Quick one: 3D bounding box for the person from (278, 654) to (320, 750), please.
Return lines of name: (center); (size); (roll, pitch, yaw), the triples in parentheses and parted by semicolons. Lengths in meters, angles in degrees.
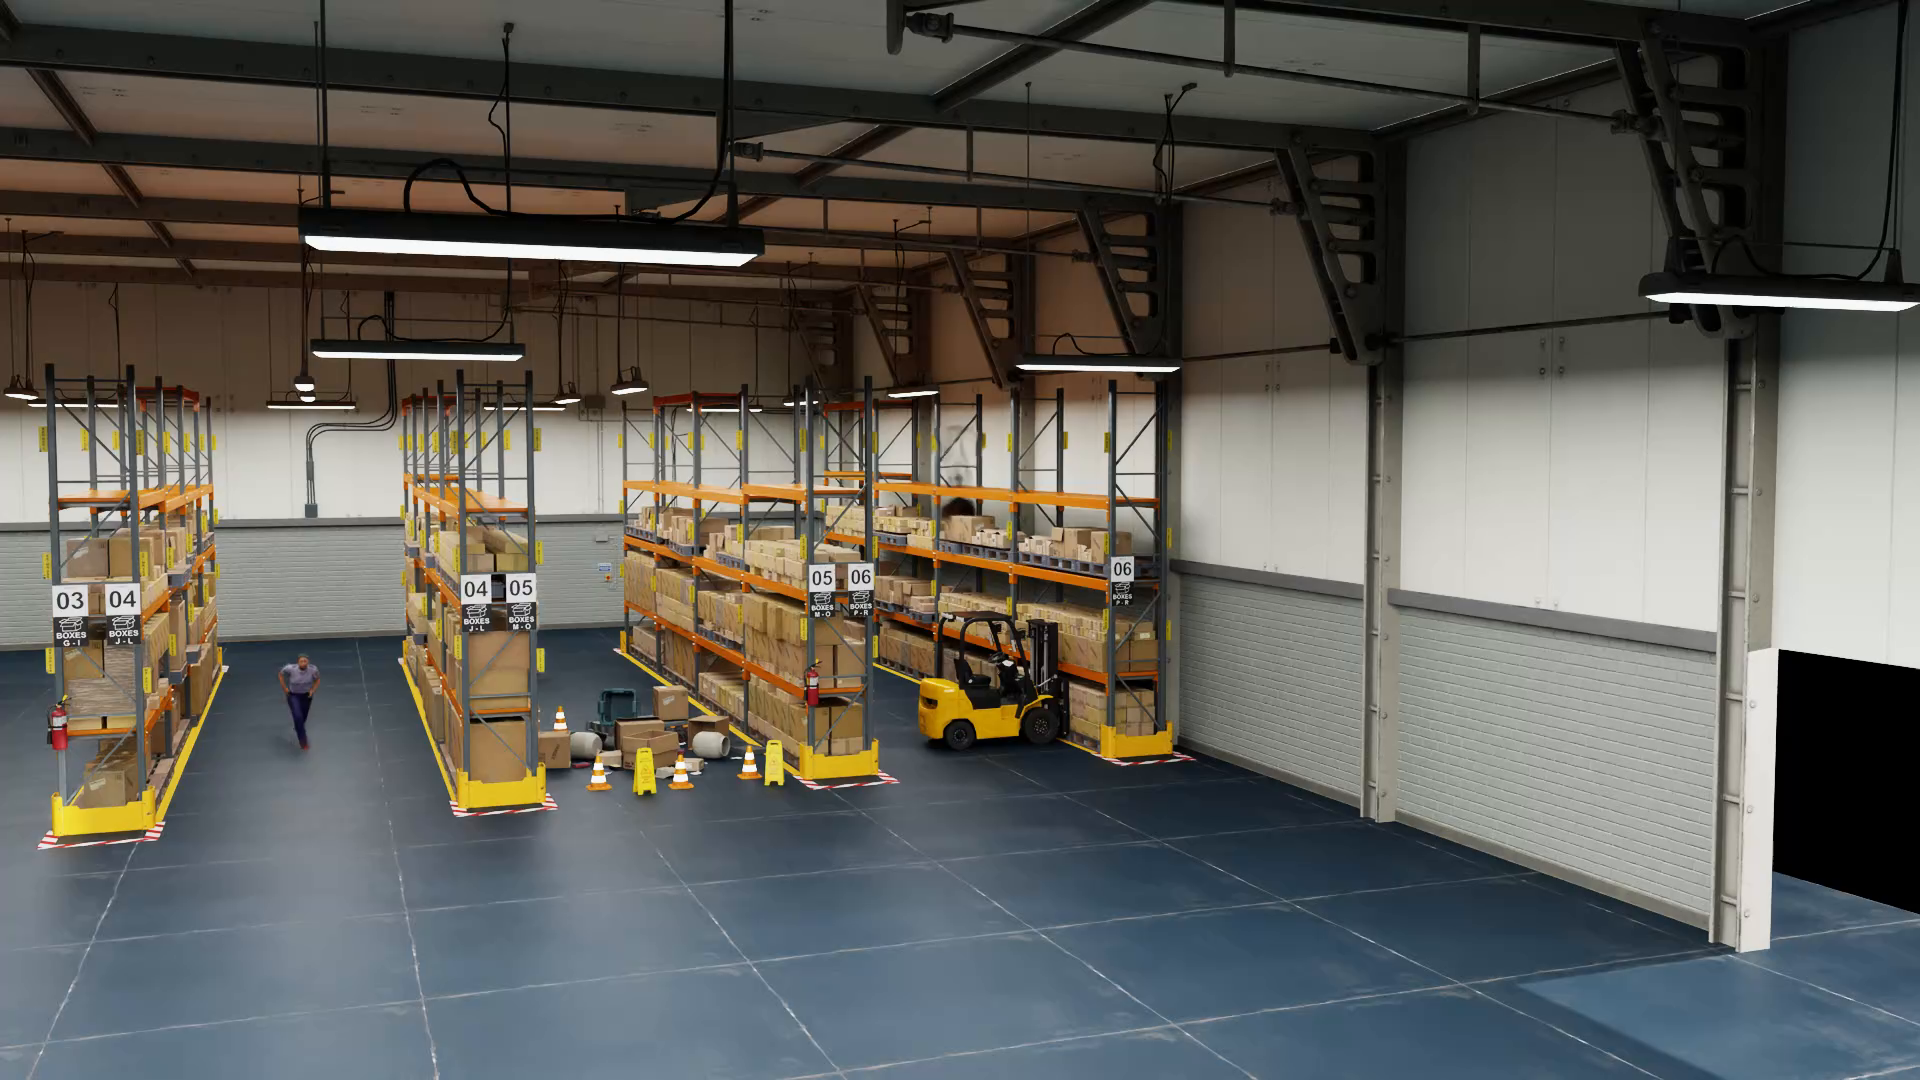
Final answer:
person: (-10.911, 2.639, 27.457); (0.641, 1.612, 0.951); (-2, 4, -29)
